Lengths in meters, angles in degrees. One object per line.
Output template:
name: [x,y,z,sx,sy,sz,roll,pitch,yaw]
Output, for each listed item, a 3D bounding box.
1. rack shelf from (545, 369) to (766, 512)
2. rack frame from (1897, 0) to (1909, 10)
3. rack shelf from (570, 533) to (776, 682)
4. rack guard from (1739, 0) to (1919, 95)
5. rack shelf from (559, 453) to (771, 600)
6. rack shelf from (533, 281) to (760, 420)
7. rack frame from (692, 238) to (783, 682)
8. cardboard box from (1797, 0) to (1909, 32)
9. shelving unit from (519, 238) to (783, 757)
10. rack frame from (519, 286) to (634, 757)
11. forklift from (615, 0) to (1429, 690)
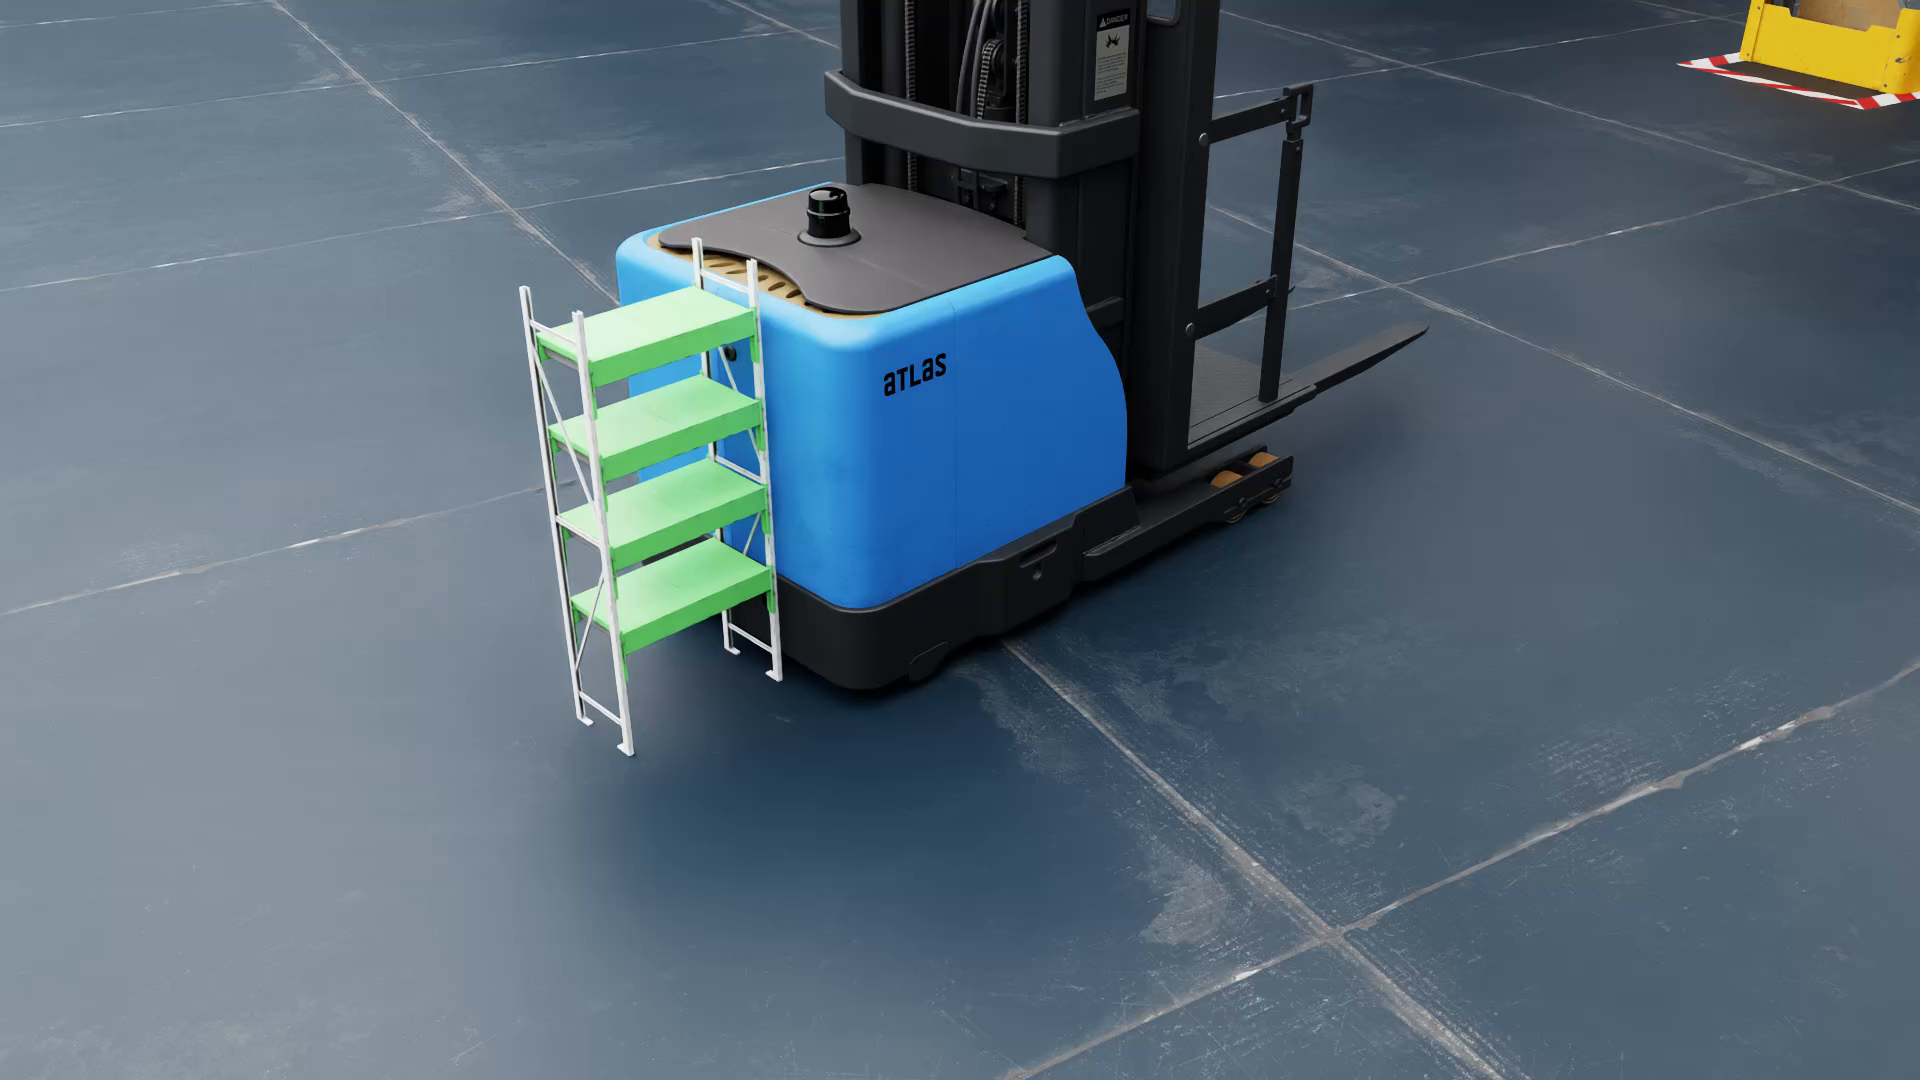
rack shelf: [-0.749,-0.253,4.102,0.480,0.148,0.258,-25,38,-38]
rack frame: [5.615,-4.326,9.985,0.053,2.616,0.949,-16,33,-26]
rack shelf: [-0.749,0.168,4.333,0.480,0.148,0.258,-25,38,-38]
rack guard: [5.596,-3.225,10.576,0.348,0.500,1.175,-16,33,-26]
rack shelf: [-0.749,-0.043,4.218,0.480,0.148,0.258,-25,38,-38]
rack shelf: [-0.749,-0.463,3.986,0.480,0.148,0.258,-25,38,-38]
rack frame: [-0.575,-0.181,4.336,0.015,1.200,0.240,-25,38,-38]
cardboard box: [6.168,-3.772,10.745,0.875,0.875,0.875,-16,33,-26]
shelving unit: [-0.749,-0.098,4.187,0.503,1.200,0.258,-25,38,-38]
rack frame: [-0.923,-0.016,4.037,0.015,1.200,0.240,-25,38,-38]
forklift: [0.450,-1.496,4.928,3.031,2.935,1.130,-25,38,-38]
